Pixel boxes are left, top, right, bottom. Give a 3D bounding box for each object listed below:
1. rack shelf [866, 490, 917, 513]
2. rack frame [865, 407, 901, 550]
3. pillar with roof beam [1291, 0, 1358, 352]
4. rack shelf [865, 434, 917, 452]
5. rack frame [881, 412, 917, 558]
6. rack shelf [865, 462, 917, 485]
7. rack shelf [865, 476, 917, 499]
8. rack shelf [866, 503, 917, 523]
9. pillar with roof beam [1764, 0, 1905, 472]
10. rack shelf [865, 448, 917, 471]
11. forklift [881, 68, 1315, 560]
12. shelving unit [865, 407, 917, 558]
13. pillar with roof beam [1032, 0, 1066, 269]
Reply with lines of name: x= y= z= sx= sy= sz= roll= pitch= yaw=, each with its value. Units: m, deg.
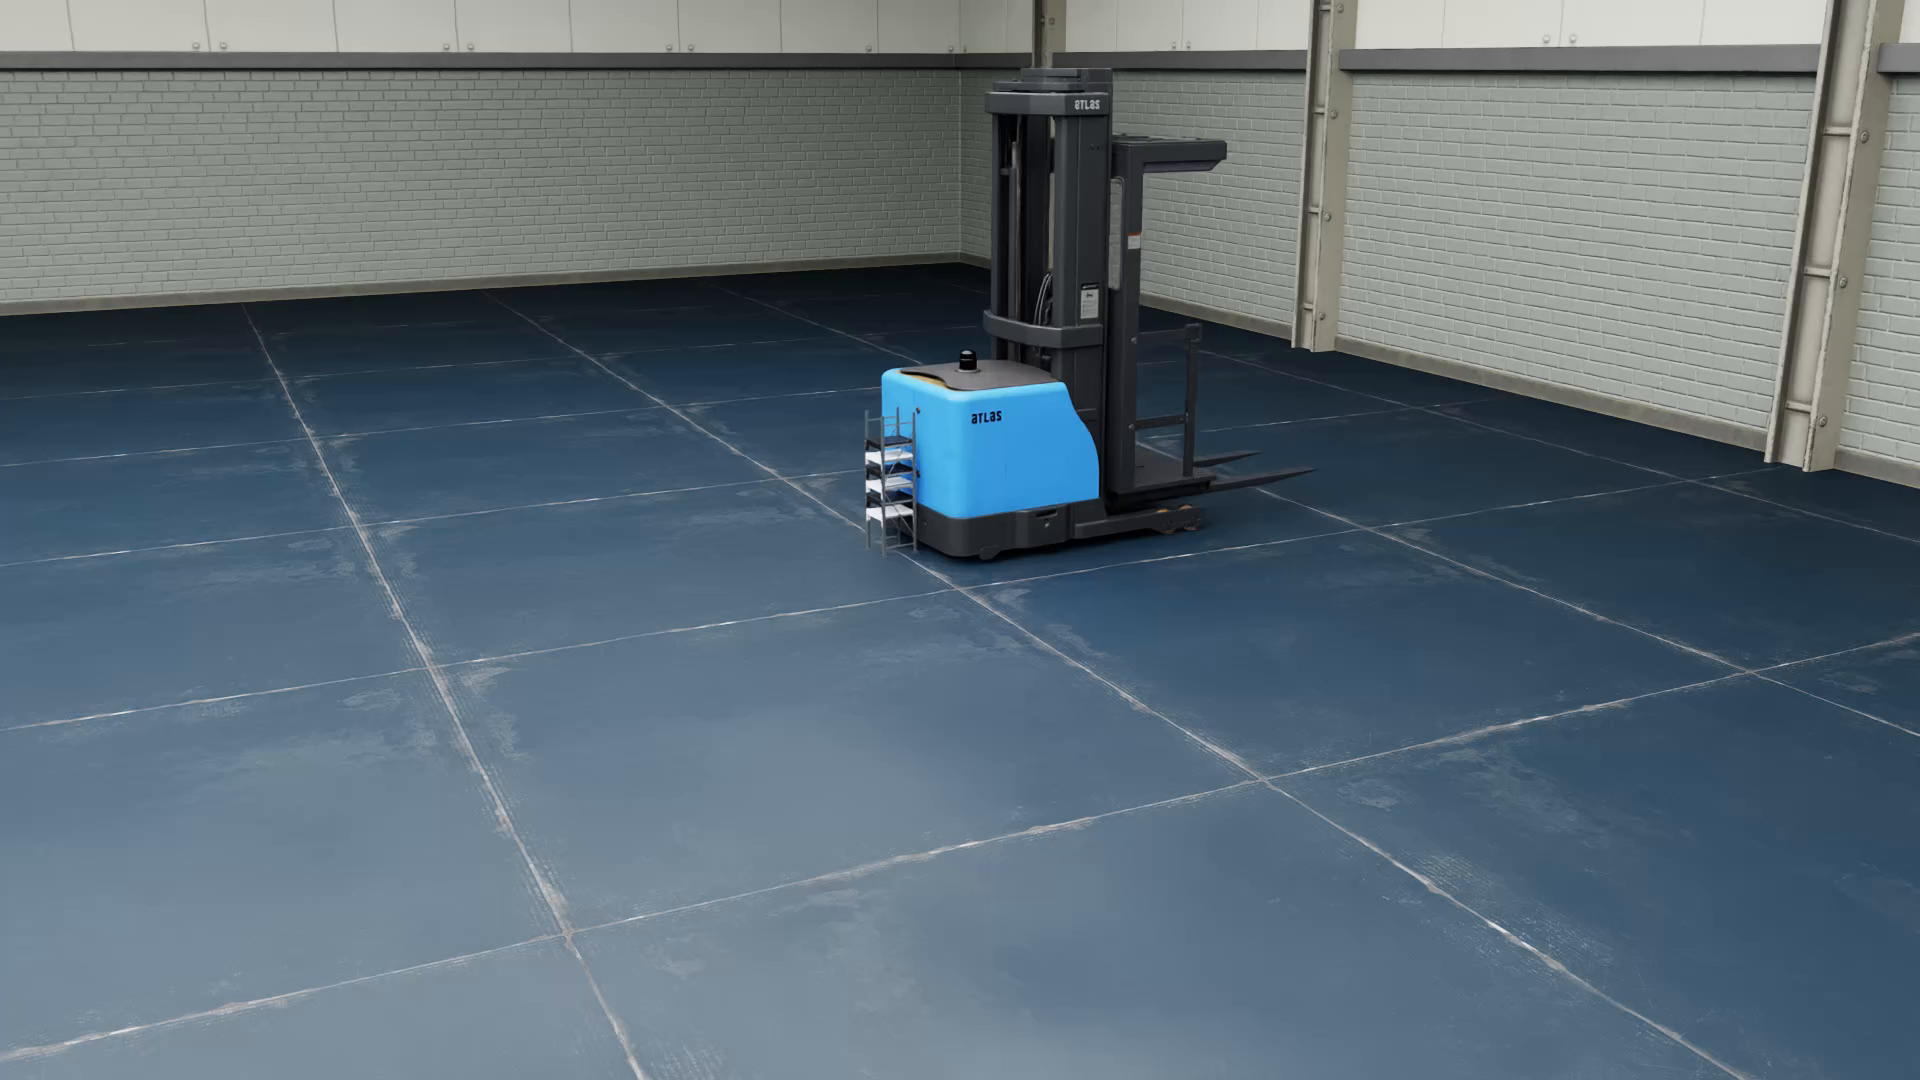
rack shelf: x=-0.430 y=-0.242 z=10.409 sx=0.258 sy=0.077 sz=0.200 roll=-10 pitch=19 yaw=-30
rack frame: x=-0.483 y=-0.384 z=10.459 sx=0.240 sy=0.900 sz=0.006 roll=-10 pitch=19 yaw=-30
pillar with roof beam: x=-0.052 y=-5.873 z=14.902 sx=9.100 sy=9.000 sz=0.400 roll=-8 pitch=18 yaw=-25
rack shelf: x=-0.430 y=-0.588 z=10.310 sx=0.258 sy=0.077 sz=0.200 roll=-10 pitch=19 yaw=-30
rack frame: x=-0.378 y=-0.336 z=10.292 sx=0.240 sy=0.900 sz=0.006 roll=-10 pitch=19 yaw=-30
rack shelf: x=-0.430 y=-0.415 z=10.360 sx=0.258 sy=0.077 sz=0.200 roll=-10 pitch=19 yaw=-30
rack shelf: x=-0.430 y=-0.328 z=10.384 sx=0.258 sy=0.077 sz=0.200 roll=-10 pitch=19 yaw=-30
rack shelf: x=-0.430 y=-0.155 z=10.434 sx=0.258 sy=0.077 sz=0.200 roll=-10 pitch=19 yaw=-30
pillar with roof beam: x=2.577 y=-4.385 z=9.717 sx=9.100 sy=9.000 sz=0.400 roll=-8 pitch=18 yaw=-25
rack shelf: x=-0.430 y=-0.501 z=10.335 sx=0.258 sy=0.077 sz=0.200 roll=-10 pitch=19 yaw=-30
forklift: x=1.017 y=-1.561 z=10.875 sx=3.031 sy=2.935 sz=1.130 roll=-9 pitch=18 yaw=-29
shelving unit: x=-0.430 y=-0.360 z=10.375 sx=0.258 sy=0.900 sz=0.210 roll=-10 pitch=19 yaw=-30
pillar with roof beam: x=-2.680 y=-7.361 z=20.086 sx=9.100 sy=9.000 sz=0.400 roll=-8 pitch=18 yaw=-25
